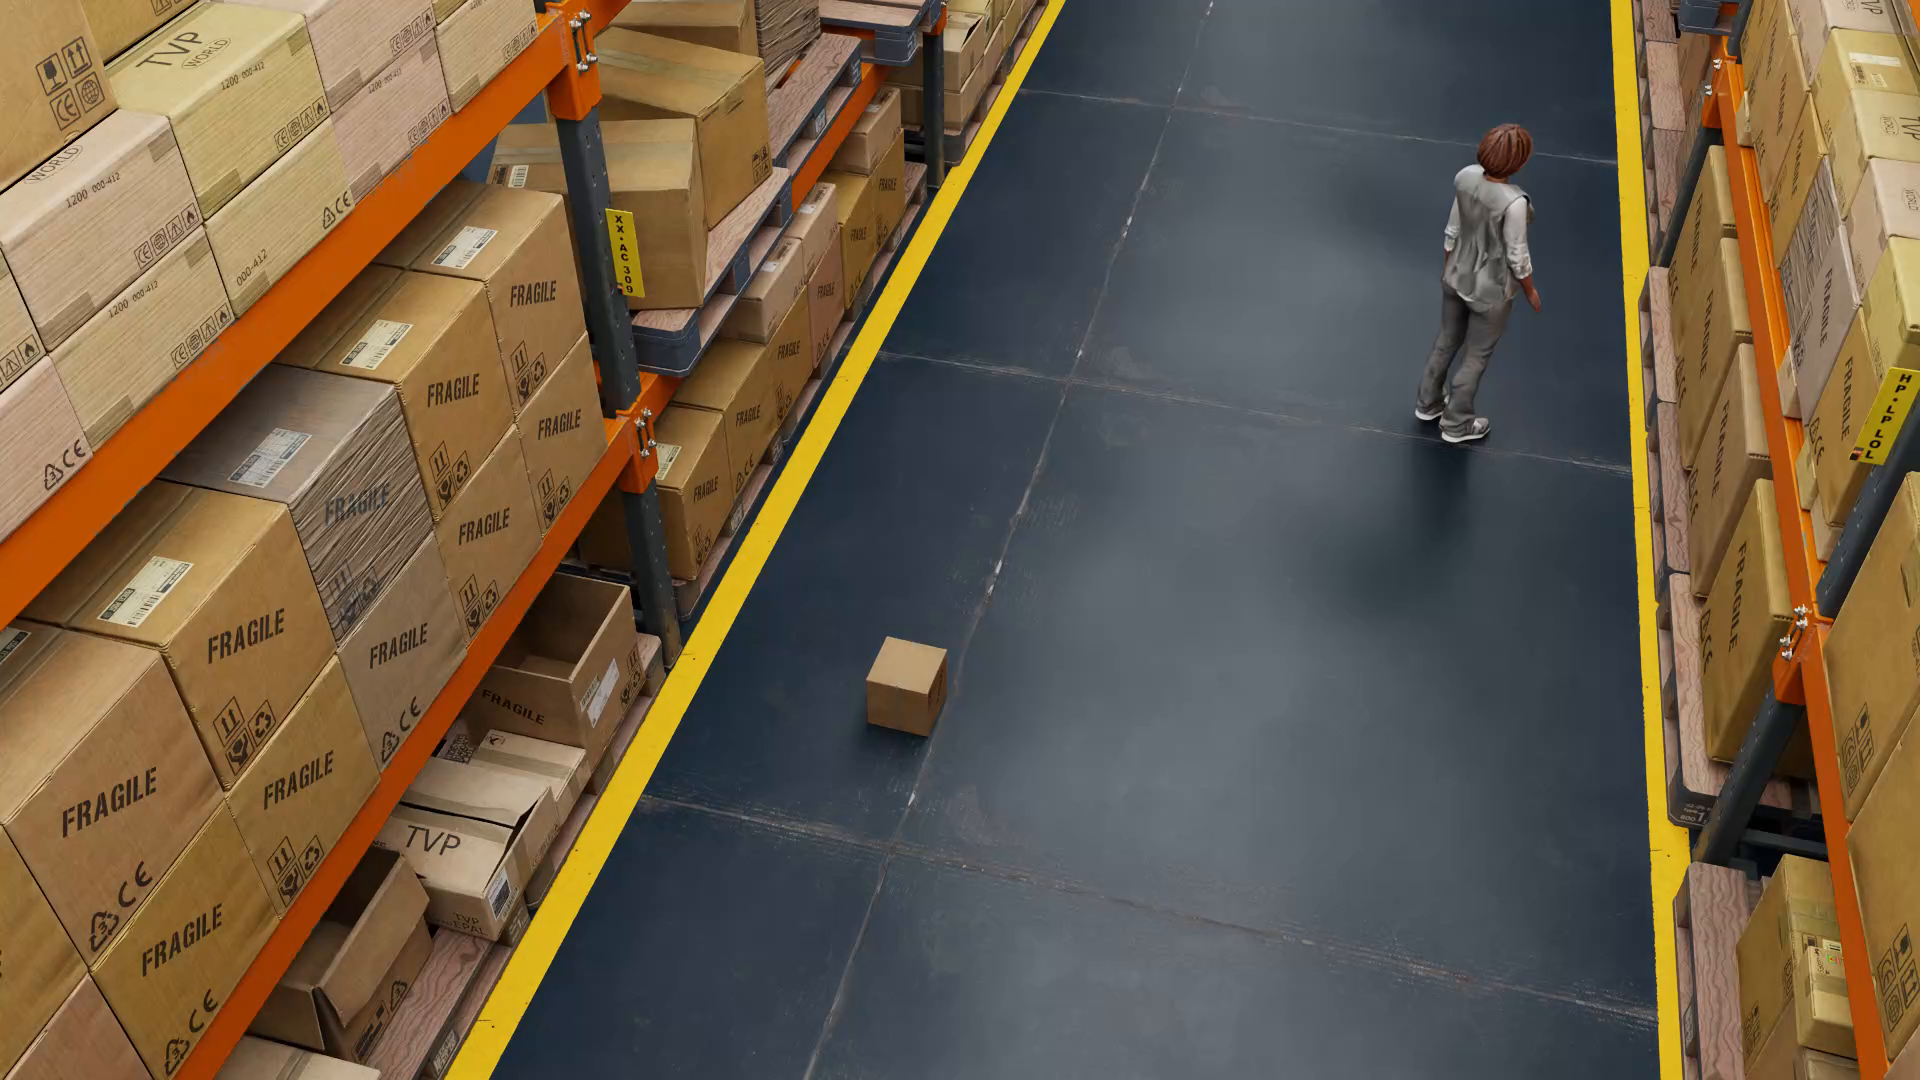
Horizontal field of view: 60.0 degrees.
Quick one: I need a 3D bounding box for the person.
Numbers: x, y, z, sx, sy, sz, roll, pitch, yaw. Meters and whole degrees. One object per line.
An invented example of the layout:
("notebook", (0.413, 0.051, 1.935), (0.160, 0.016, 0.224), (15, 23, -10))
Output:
("person", (2.329, -1.126, 7.412), (0.366, 1.616, 0.439), (-21, 46, -22))
